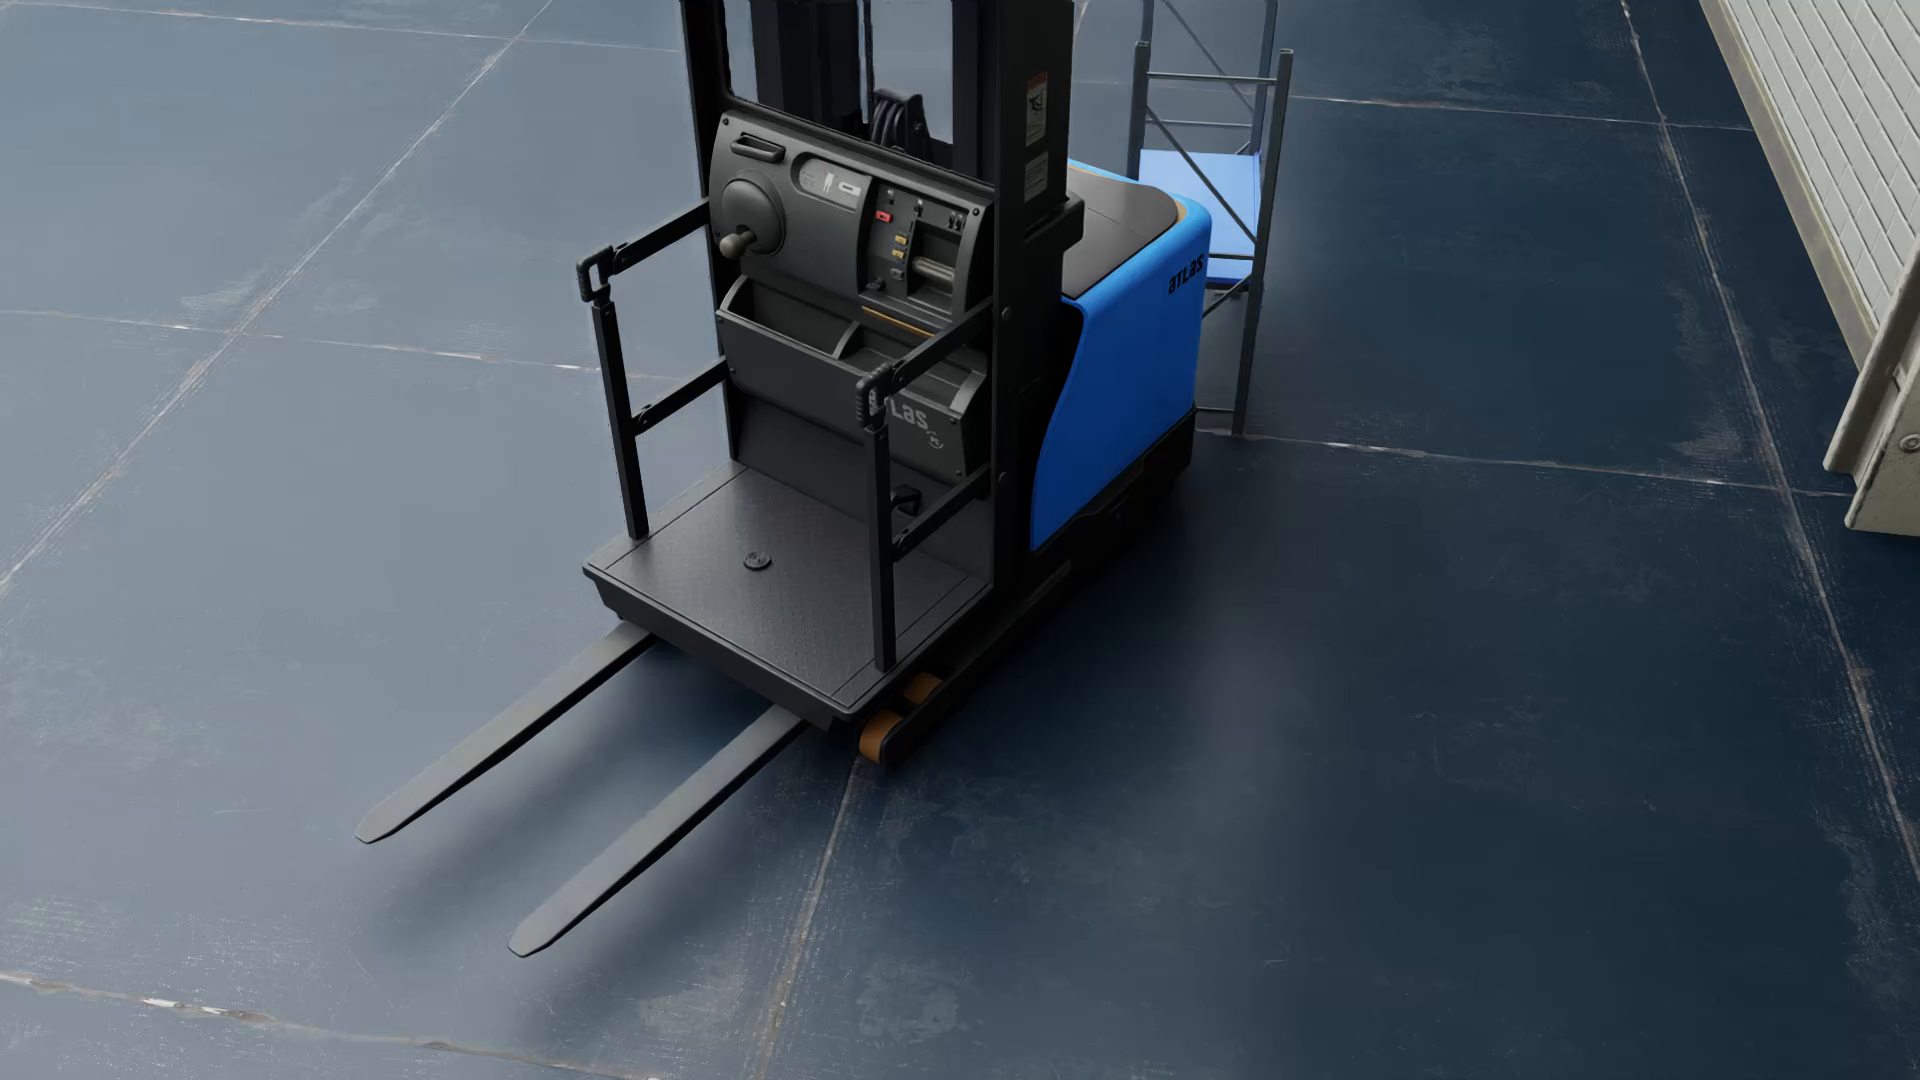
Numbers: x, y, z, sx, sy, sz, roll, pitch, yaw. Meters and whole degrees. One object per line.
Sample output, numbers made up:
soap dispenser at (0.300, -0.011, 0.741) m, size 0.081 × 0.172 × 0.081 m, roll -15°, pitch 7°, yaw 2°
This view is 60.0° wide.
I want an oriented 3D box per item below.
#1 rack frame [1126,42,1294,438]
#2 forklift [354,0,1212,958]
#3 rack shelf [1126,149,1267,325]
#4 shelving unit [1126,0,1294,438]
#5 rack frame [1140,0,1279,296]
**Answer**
rack frame at (0.809, -0.989, 5.770) m, size 0.500 × 1.500 × 0.032 m, roll 5°, pitch 40°, yaw 6°
forklift at (-0.451, -0.817, 4.438) m, size 1.130 × 2.935 × 3.031 m, roll 25°, pitch 46°, yaw 27°
rack shelf at (0.873, -1.172, 6.273) m, size 0.538 × 0.185 × 1.000 m, roll 5°, pitch 40°, yaw 6°
shelving unit at (0.873, -1.311, 6.158) m, size 0.538 × 1.500 × 1.048 m, roll 5°, pitch 40°, yaw 6°
rack frame at (0.938, -1.632, 6.547) m, size 0.500 × 1.500 × 0.032 m, roll 5°, pitch 40°, yaw 6°
